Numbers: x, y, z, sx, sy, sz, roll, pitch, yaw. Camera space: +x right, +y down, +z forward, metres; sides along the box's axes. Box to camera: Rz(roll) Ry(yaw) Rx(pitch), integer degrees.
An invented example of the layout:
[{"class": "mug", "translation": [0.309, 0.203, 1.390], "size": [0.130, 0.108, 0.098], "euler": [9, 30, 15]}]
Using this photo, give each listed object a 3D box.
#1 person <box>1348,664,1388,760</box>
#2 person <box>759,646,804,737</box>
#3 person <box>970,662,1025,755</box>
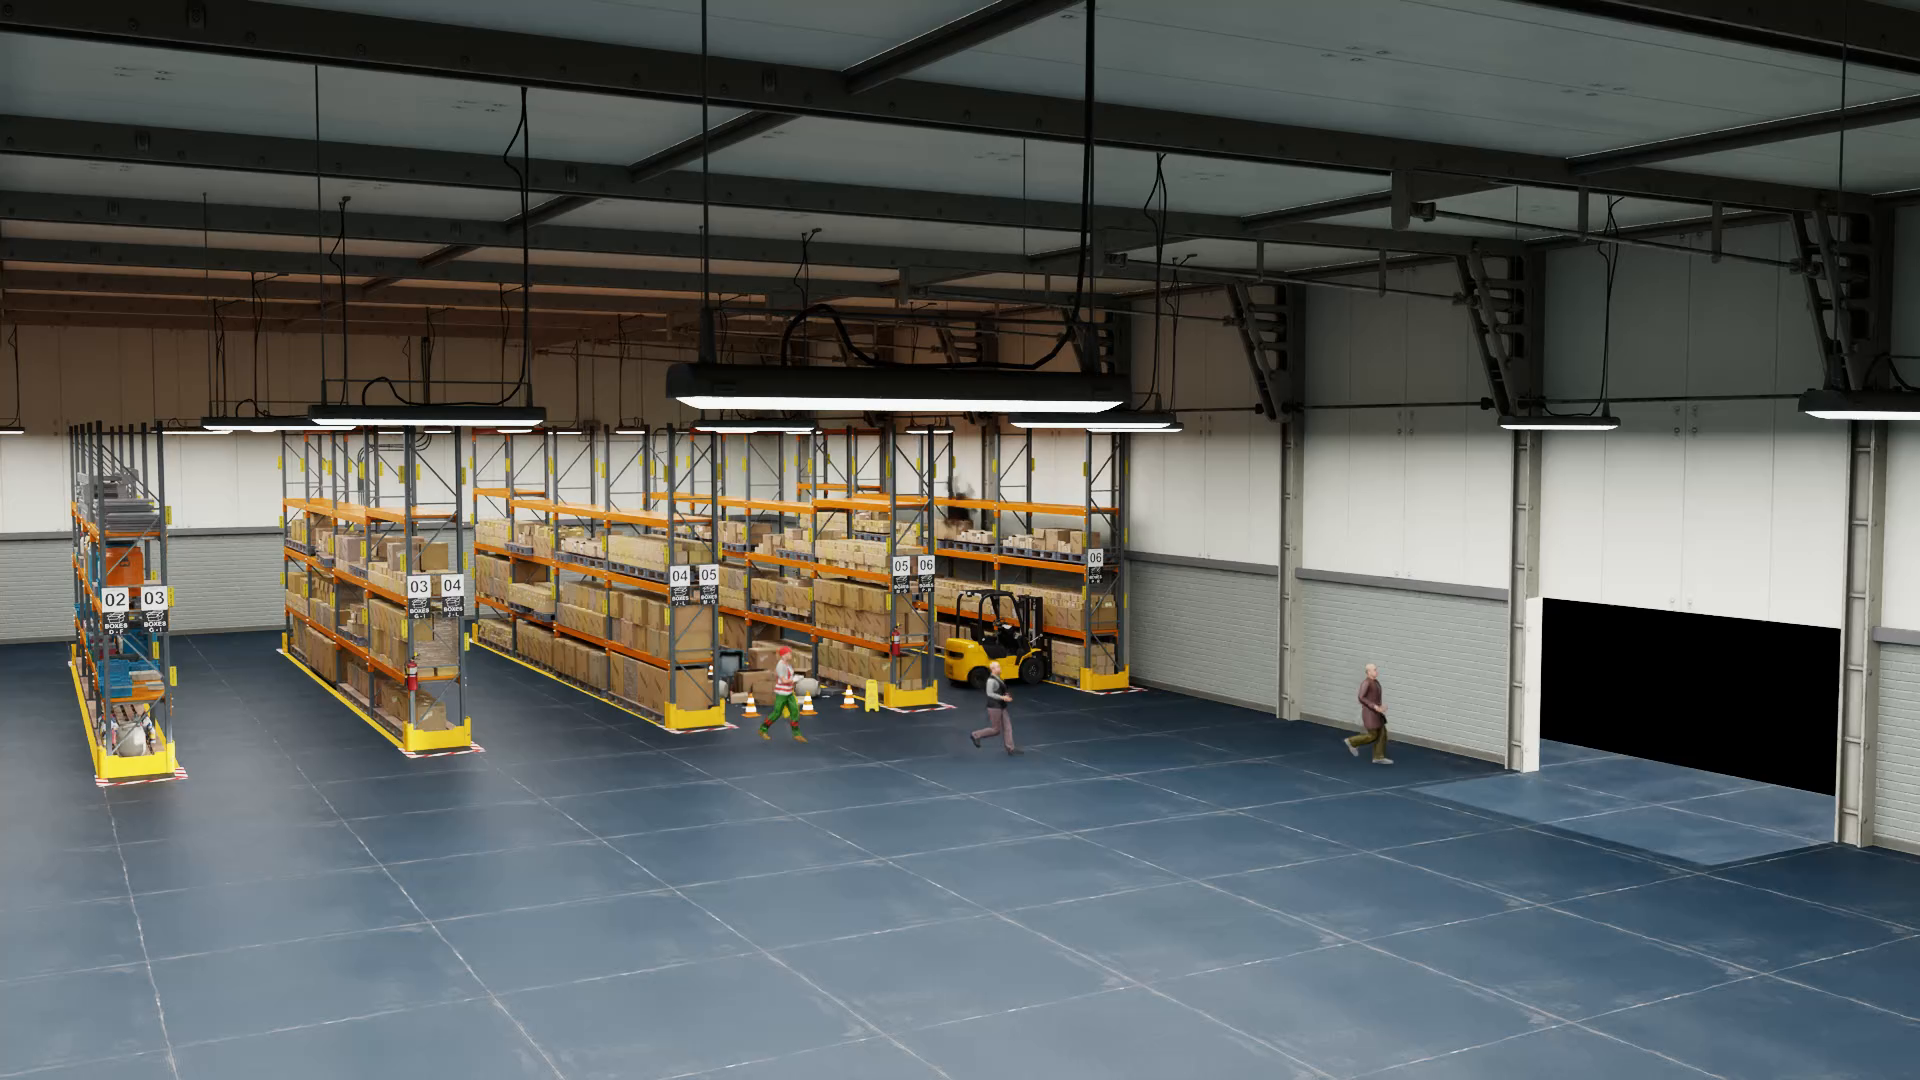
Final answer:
[{"class": "person", "translation": [7.168, 3.004, 29.152], "size": [0.673, 1.670, 0.726], "euler": [2, 4, 32]}, {"class": "person", "translation": [-3.300, 2.829, 31.074], "size": [0.881, 1.709, 0.529], "euler": [1, 4, 12]}, {"class": "person", "translation": [0.680, 3.028, 29.884], "size": [0.984, 1.691, 0.677], "euler": [1, 4, 15]}]
